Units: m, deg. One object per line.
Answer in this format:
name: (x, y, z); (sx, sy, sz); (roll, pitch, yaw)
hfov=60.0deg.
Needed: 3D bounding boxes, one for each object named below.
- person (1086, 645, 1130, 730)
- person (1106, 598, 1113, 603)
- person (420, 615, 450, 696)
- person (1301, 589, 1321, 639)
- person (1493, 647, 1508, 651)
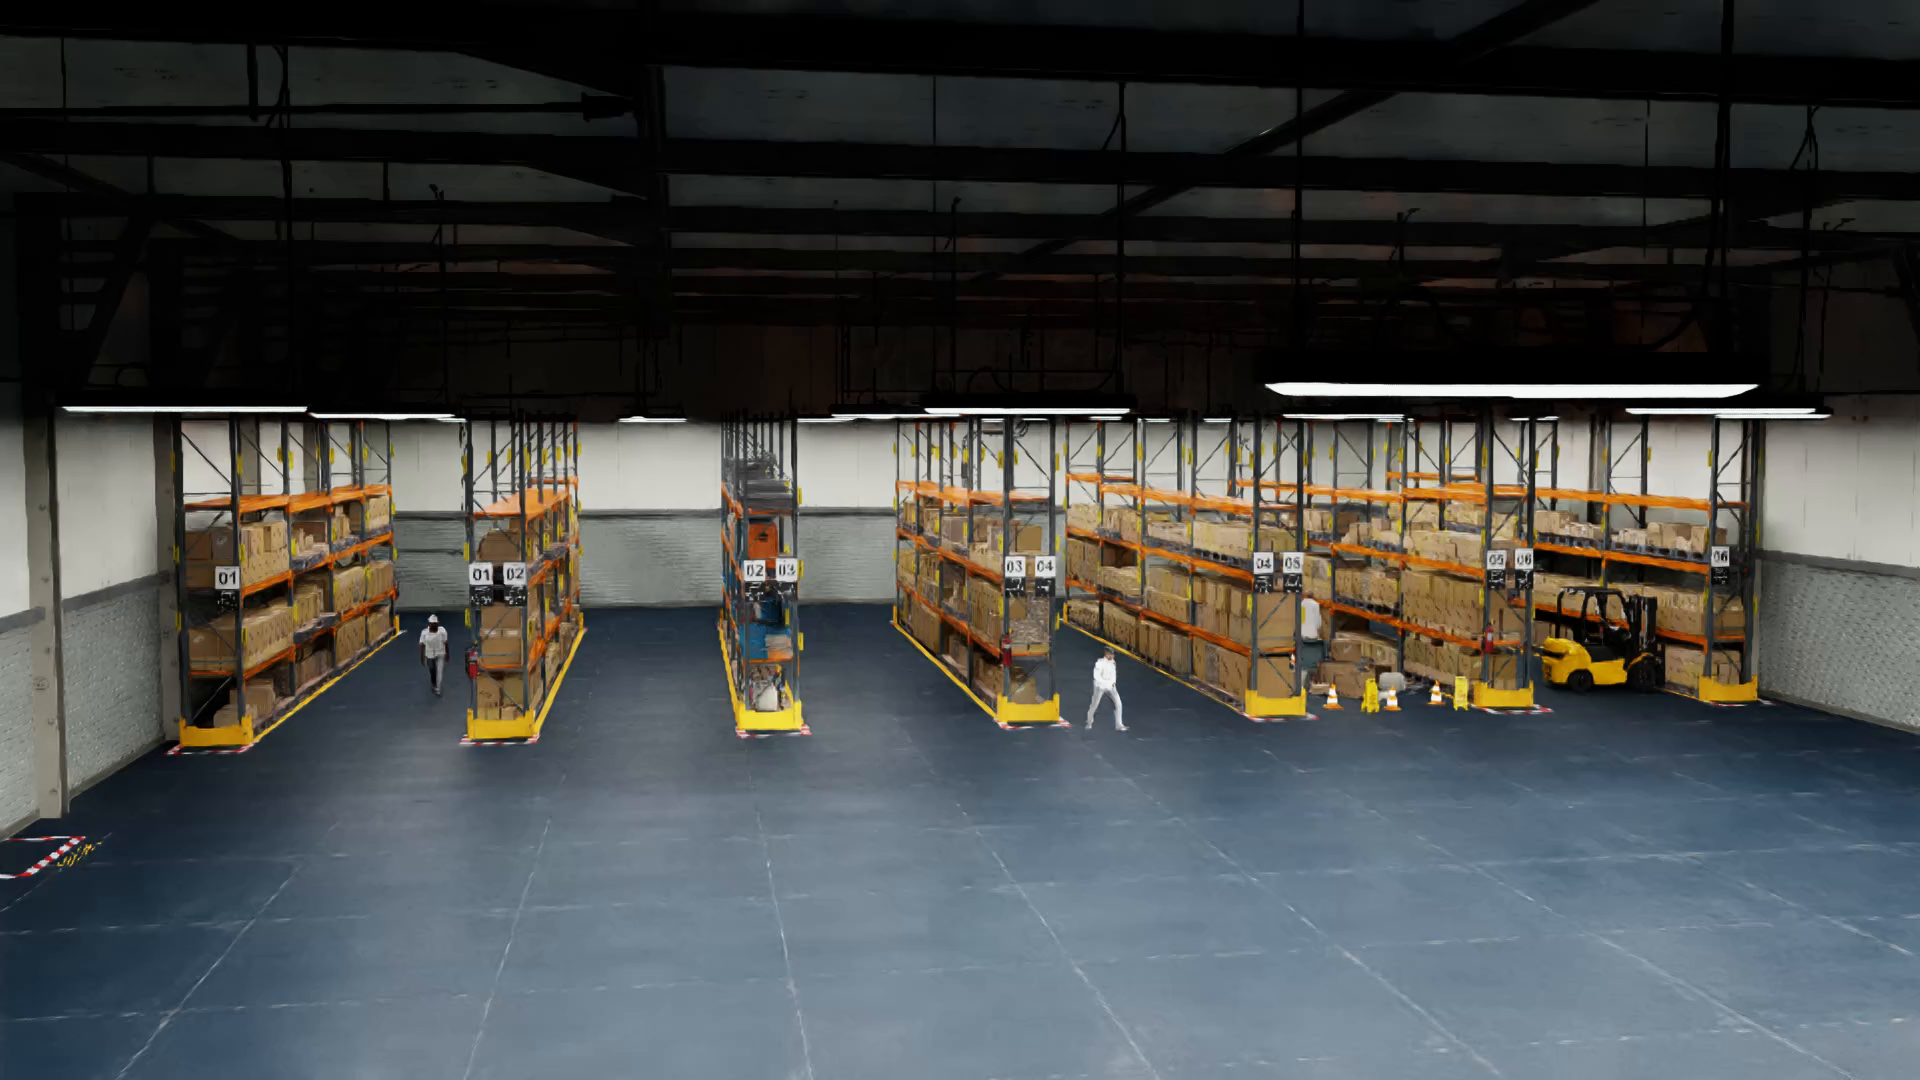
person: (2.709, 2.745, 31.055); (0.643, 1.612, 0.794); (-2, 4, -27)
person: (4.498, 1.306, 50.632); (0.677, 1.773, 0.523); (4, 5, 43)
person: (-11.124, 2.415, 35.160); (0.577, 1.691, 1.121); (-1, 4, -7)
person: (8.353, 2.055, 39.596); (0.504, 1.788, 0.640); (-3, 5, -41)
person: (12.103, 2.242, 37.348); (0.457, 1.733, 0.593); (-3, 5, -41)
